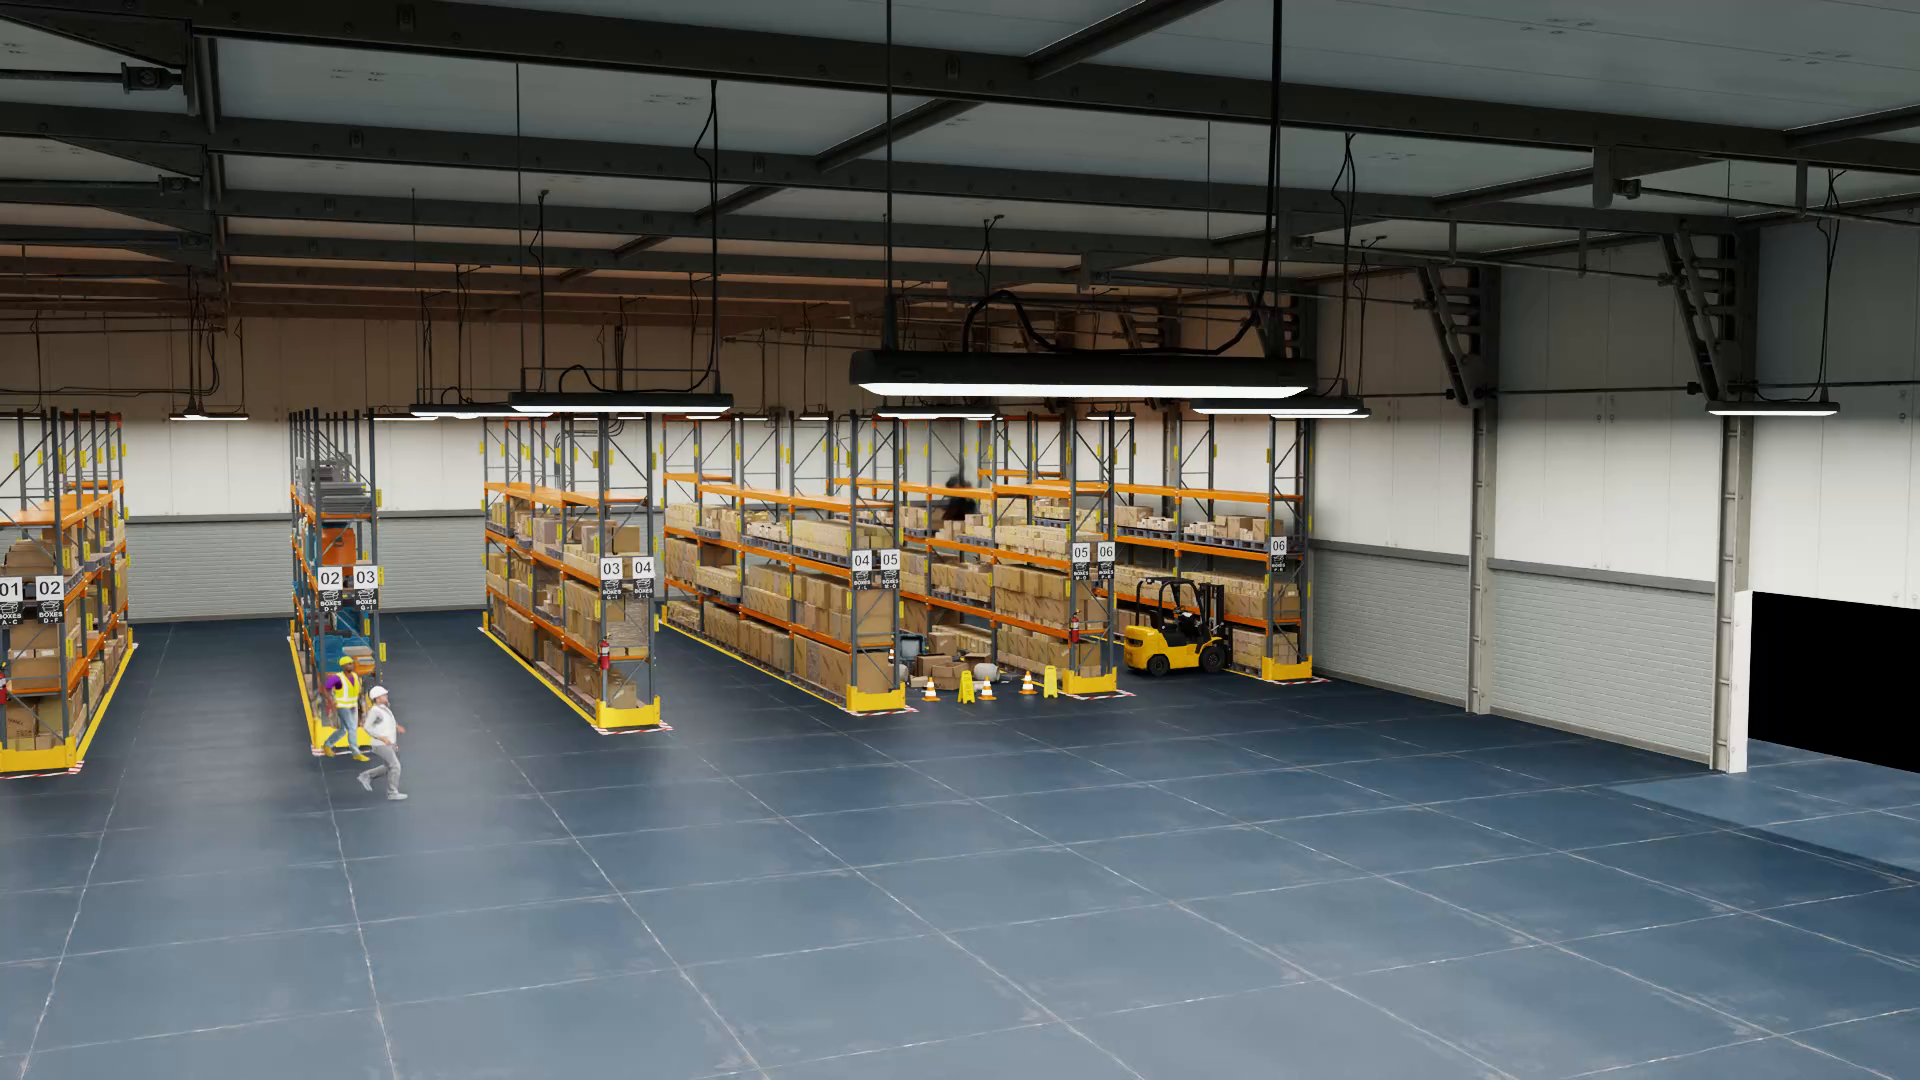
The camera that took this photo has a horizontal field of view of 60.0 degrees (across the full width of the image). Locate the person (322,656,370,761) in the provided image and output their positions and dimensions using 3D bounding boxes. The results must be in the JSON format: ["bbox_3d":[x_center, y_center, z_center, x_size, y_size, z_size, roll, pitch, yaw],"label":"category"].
[{"bbox_3d":[-10.386,2.834,28.189,0.969,1.743,0.691,1,4,17],"label":"person"}]

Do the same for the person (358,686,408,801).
[{"bbox_3d":[-8.791,3.087,25.261,0.770,1.735,0.667,0,4,-2],"label":"person"}]

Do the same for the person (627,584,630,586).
[{"bbox_3d":[-9.742,1.512,47.484,0.686,1.772,0.890,2,4,24],"label":"person"}]
